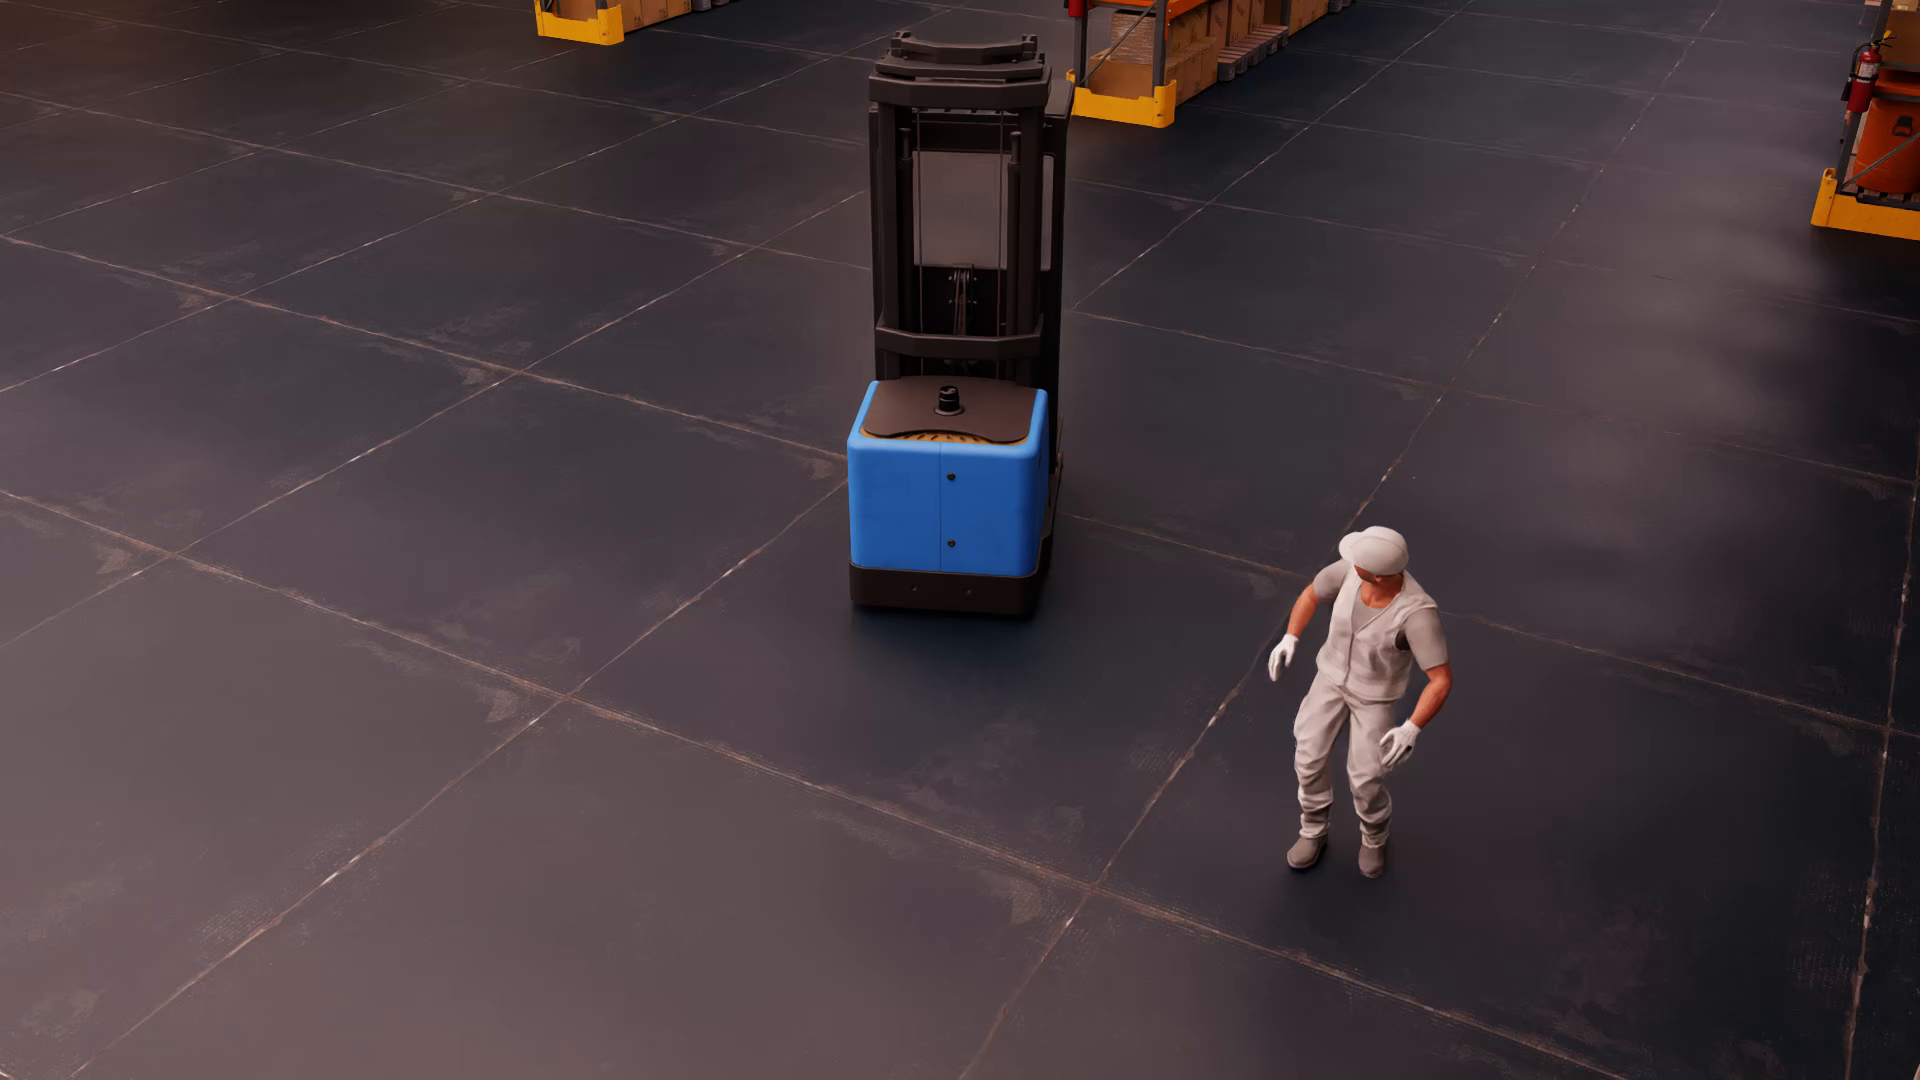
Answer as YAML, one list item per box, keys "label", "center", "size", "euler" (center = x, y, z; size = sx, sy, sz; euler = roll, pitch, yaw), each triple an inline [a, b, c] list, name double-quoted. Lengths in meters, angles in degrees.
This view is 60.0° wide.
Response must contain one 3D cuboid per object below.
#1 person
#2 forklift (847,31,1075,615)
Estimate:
- label: "person"
  center: [1.691, 0.698, 7.112]
  size: [0.777, 1.730, 0.608]
  euler: [23, 37, 35]
- label: "forklift"
  center: [0.072, -1.572, 9.794]
  size: [1.130, 2.935, 3.031]
  euler: [3, 30, 6]
